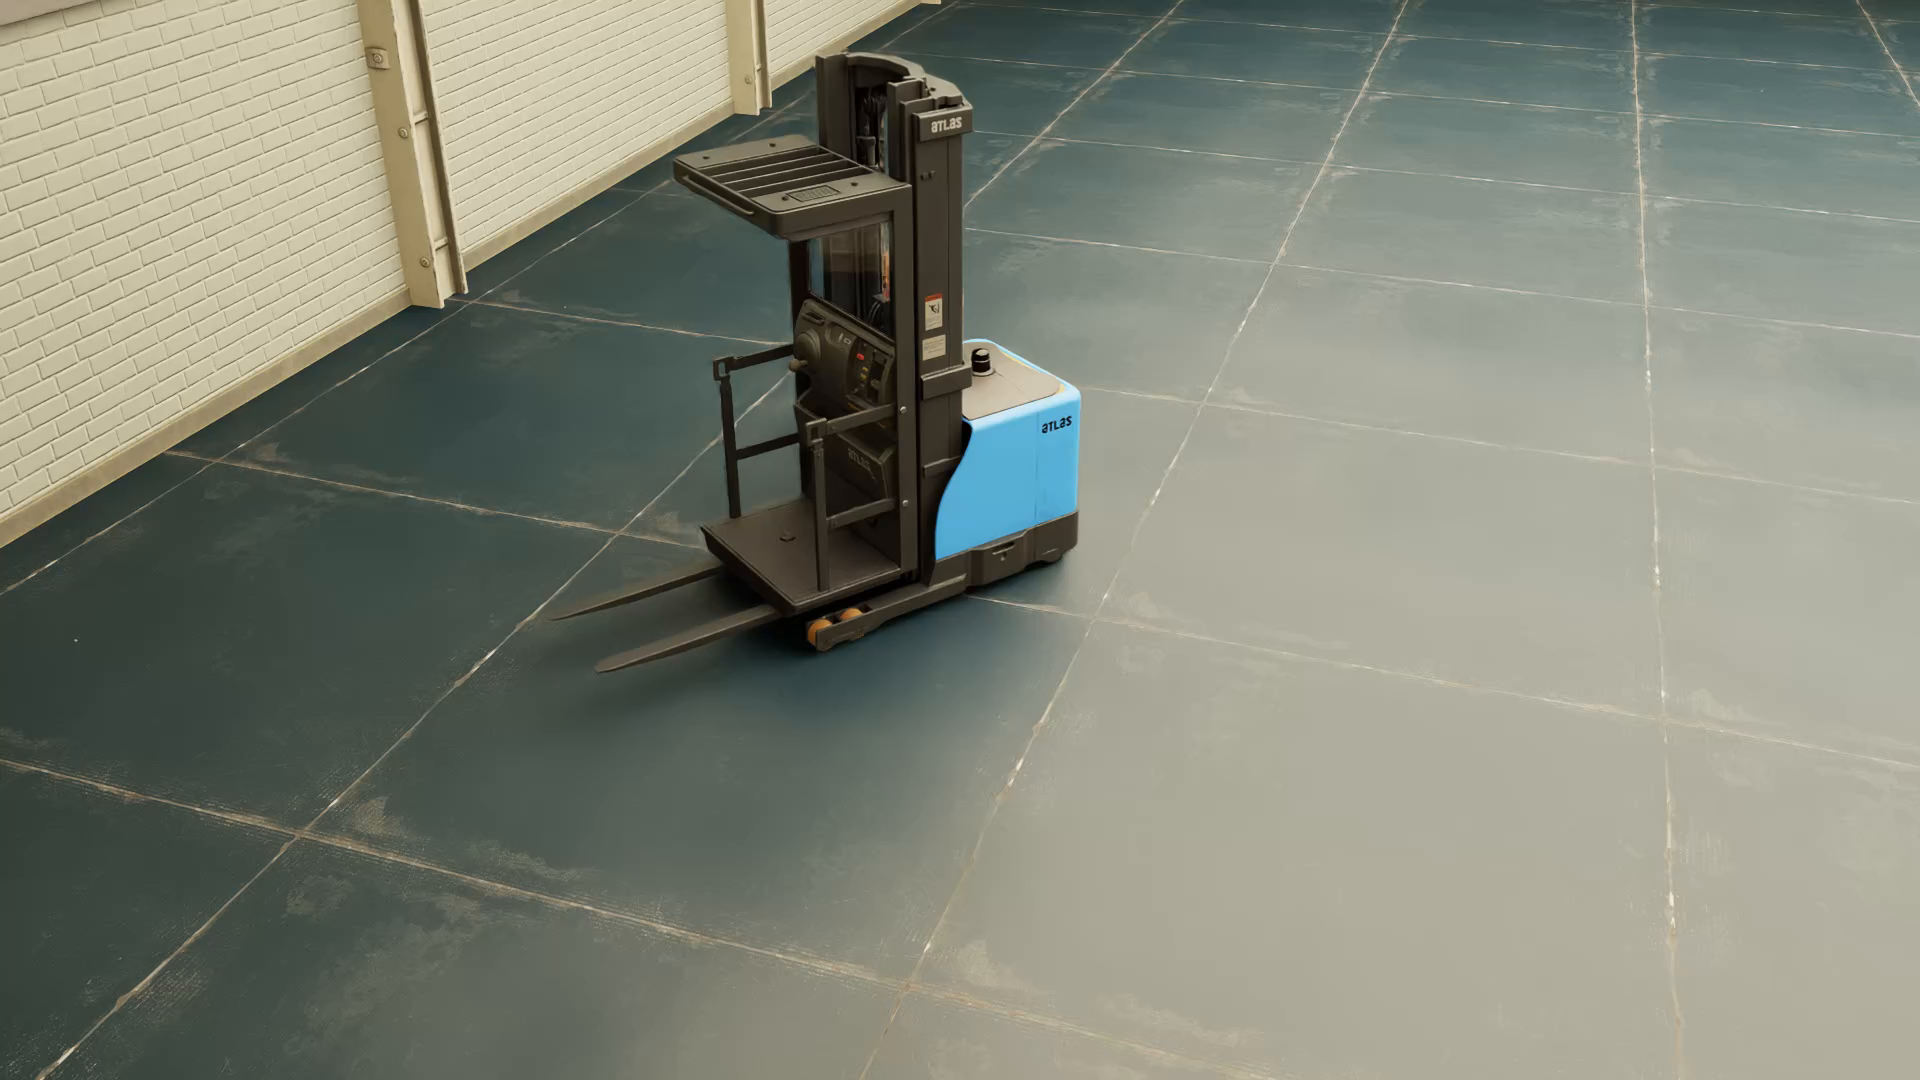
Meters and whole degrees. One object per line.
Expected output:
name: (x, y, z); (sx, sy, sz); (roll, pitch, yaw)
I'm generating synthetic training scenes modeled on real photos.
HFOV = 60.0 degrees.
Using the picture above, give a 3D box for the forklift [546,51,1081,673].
forklift: (-0.797, -0.970, 8.837); (3.031, 2.935, 1.130); (-19, 35, -30)

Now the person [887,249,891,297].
person: (-0.419, -1.132, 10.615); (0.791, 1.469, 1.567); (-20, 35, -31)
